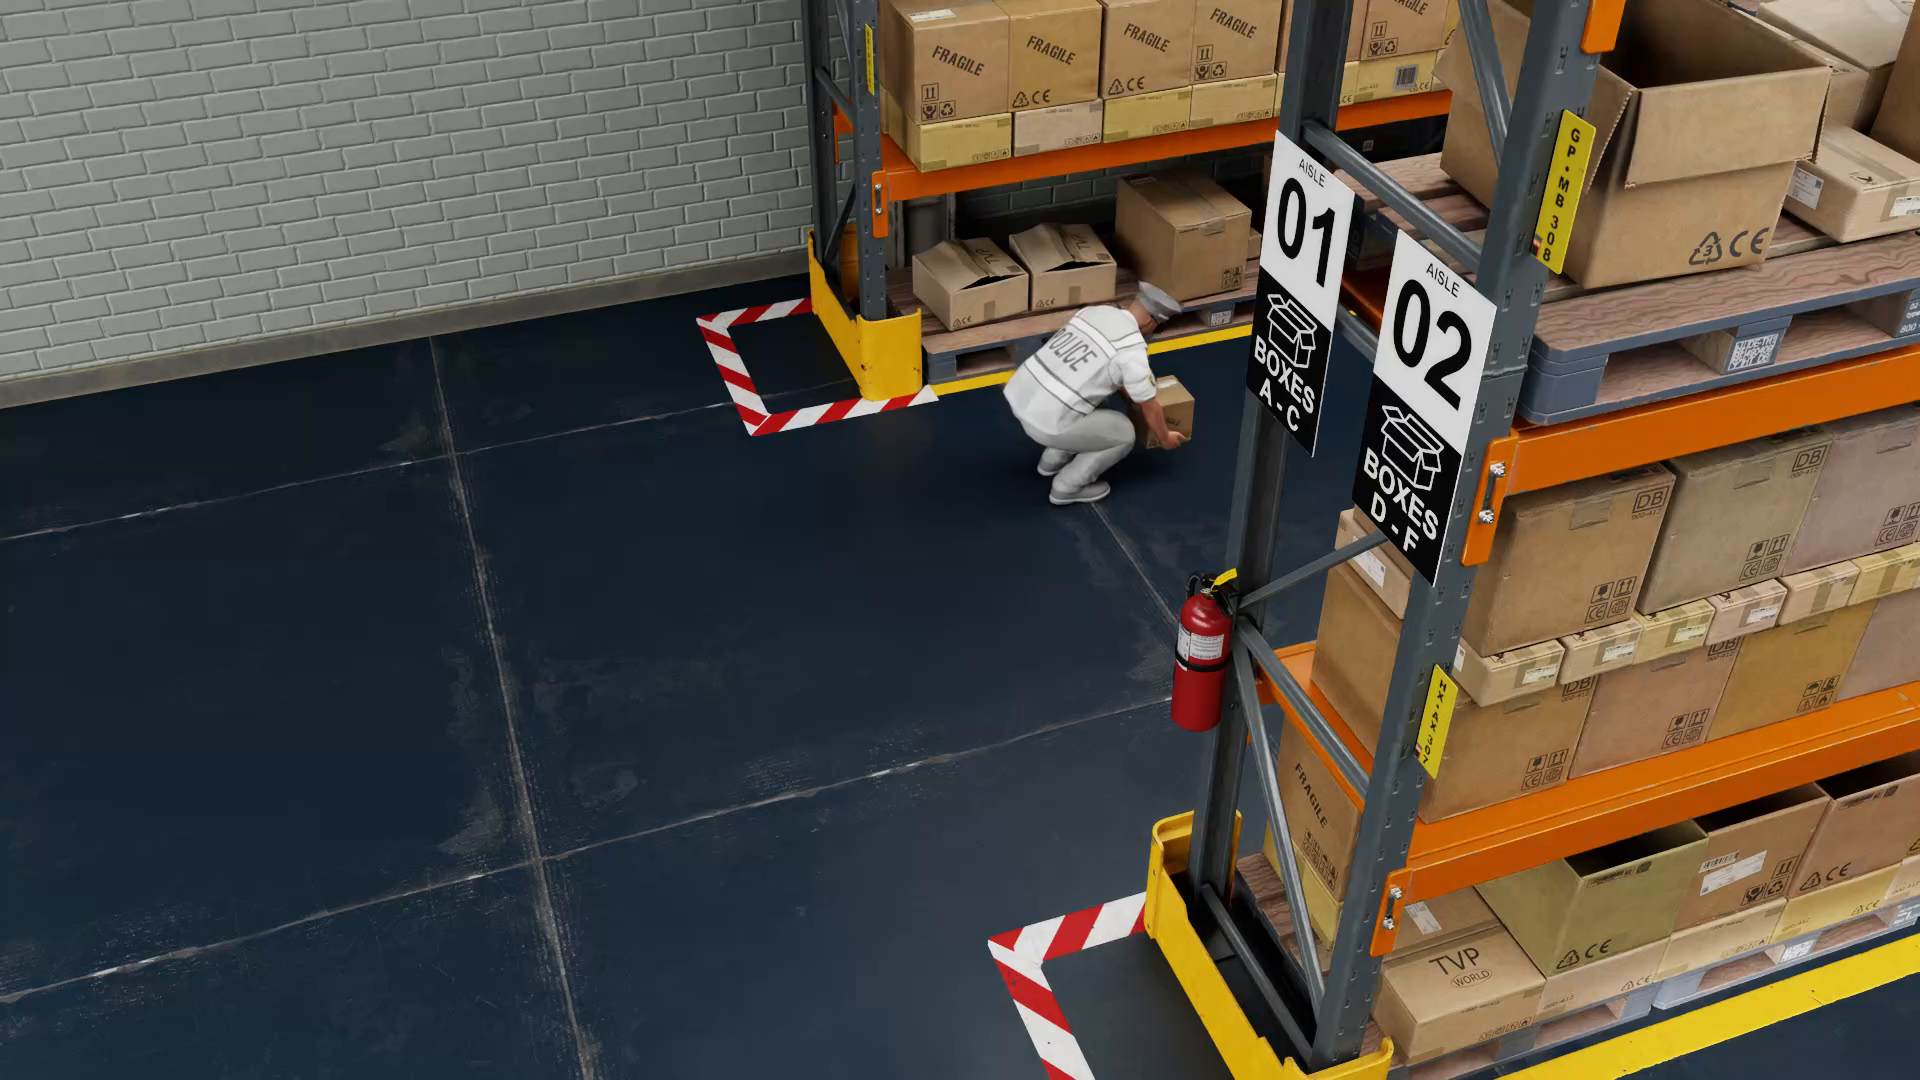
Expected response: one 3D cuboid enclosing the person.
[{"bbox_3d":[0.668,-0.749,8.347,0.916,1.038,0.566,-13,39,-16],"label":"person"}]
